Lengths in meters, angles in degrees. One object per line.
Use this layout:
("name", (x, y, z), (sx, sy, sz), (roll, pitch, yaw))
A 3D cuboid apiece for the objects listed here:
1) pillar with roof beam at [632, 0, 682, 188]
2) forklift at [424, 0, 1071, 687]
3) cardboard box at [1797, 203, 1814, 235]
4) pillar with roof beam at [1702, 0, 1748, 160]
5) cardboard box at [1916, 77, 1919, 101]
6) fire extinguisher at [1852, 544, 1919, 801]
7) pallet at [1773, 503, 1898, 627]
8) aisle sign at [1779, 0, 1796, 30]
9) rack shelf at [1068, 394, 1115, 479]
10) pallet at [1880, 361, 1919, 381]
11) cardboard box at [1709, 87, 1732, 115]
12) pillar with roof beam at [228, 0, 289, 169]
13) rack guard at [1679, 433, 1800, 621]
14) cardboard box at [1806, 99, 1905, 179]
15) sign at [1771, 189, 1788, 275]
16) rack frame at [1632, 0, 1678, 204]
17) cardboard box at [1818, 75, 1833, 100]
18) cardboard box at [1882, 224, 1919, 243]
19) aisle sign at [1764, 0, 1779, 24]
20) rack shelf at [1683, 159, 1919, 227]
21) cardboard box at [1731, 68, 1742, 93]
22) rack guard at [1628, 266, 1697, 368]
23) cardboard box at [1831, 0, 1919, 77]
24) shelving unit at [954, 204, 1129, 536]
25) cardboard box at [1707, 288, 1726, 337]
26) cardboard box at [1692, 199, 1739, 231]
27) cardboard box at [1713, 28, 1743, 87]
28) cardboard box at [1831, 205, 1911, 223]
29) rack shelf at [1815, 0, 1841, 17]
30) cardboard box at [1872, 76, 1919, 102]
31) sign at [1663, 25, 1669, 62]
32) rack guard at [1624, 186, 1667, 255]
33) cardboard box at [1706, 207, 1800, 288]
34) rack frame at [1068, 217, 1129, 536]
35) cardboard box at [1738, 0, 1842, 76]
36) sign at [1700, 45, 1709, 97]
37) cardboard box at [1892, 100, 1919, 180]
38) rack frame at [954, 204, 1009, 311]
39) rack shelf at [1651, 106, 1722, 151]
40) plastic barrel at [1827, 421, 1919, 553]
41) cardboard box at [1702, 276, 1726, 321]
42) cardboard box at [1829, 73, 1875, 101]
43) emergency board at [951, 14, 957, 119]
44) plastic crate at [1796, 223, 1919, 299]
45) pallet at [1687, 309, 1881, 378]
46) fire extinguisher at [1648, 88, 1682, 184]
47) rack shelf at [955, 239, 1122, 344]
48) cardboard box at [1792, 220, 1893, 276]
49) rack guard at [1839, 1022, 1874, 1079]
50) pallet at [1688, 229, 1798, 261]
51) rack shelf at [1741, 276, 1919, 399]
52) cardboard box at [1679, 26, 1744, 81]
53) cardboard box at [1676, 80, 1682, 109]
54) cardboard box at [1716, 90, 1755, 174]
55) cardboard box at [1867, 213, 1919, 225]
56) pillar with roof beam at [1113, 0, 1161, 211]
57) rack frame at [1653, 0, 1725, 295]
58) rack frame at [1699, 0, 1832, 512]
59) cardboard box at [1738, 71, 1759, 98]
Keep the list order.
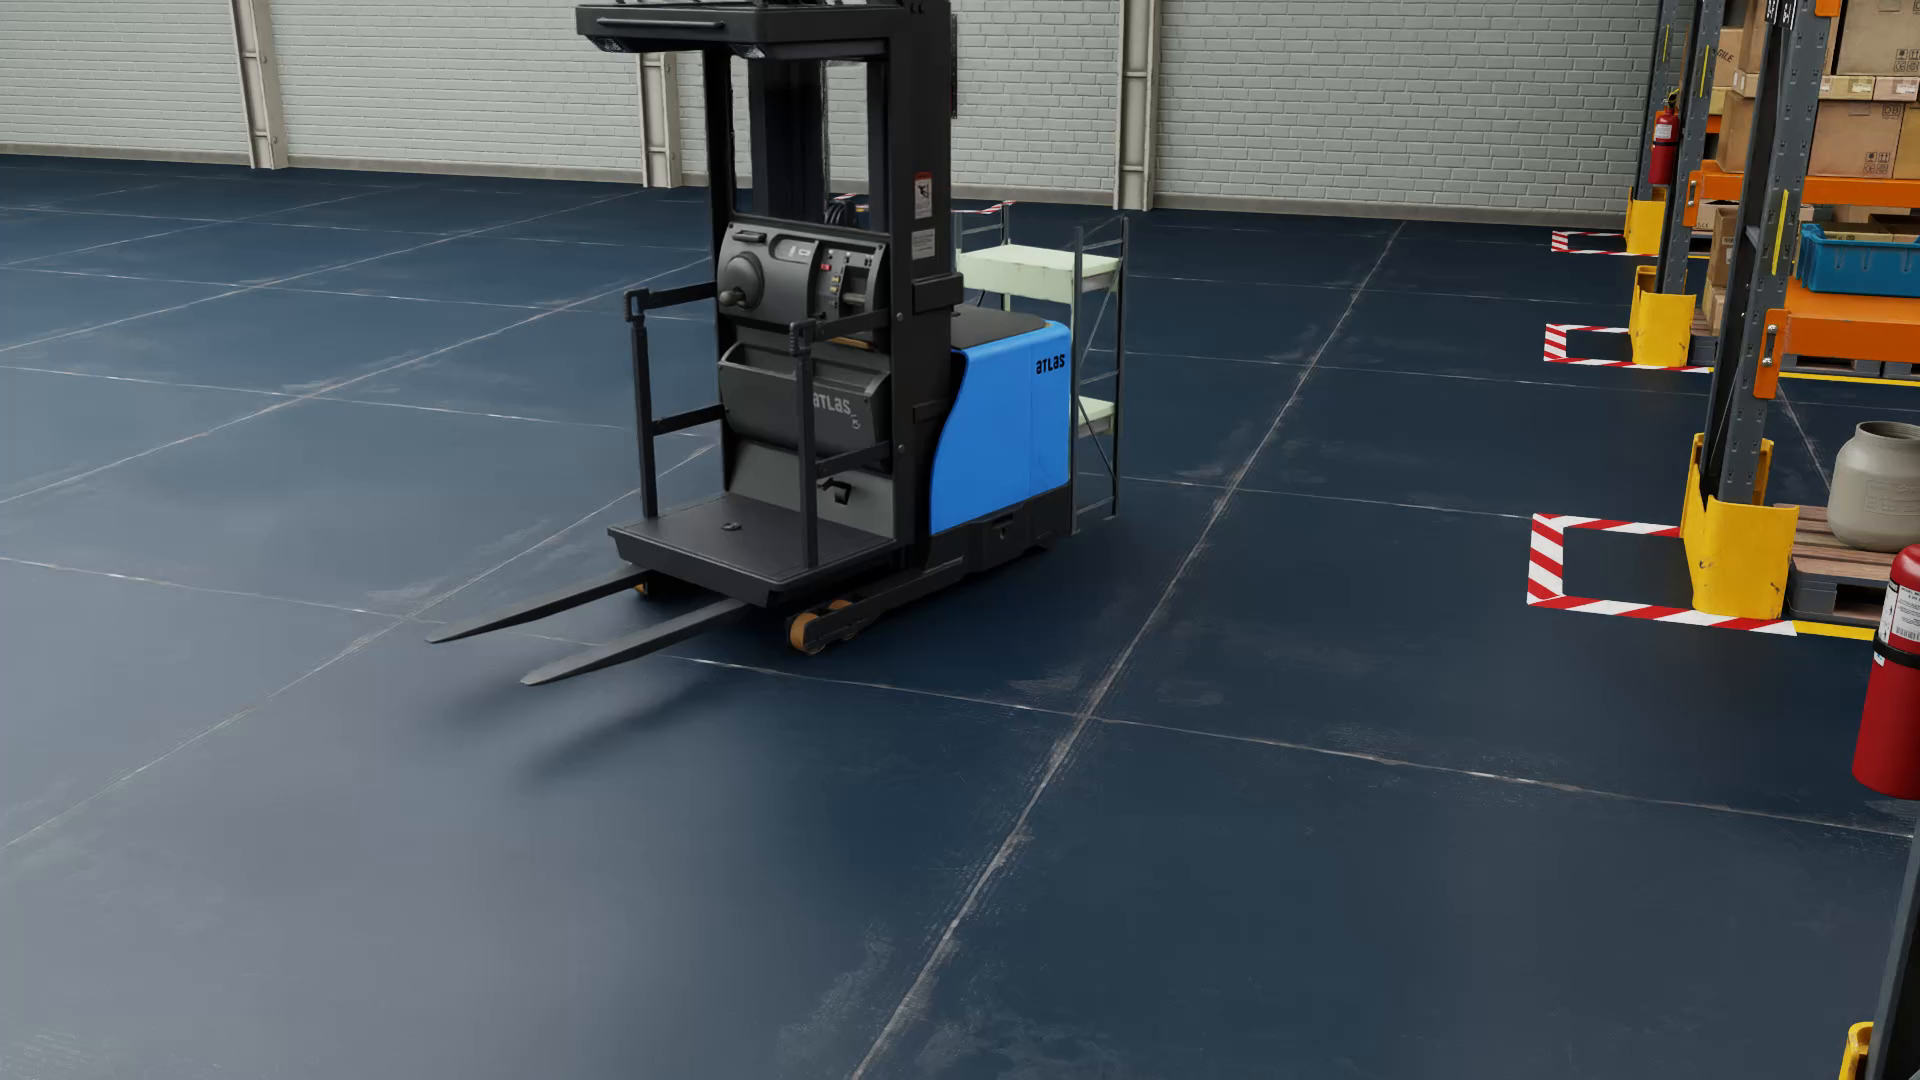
("pillar with roof beam", (-5.114, -7.325, 15.418), (0.400, 9.000, 9.100), (7, 20, 18))
("forklift", (-0.806, -1.107, 6.799), (1.130, 2.935, 3.031), (16, 25, 38))
("cardboard box", (7.852, -3.115, 15.871), (0.500, 0.311, 0.500), (8, 21, 23))
("pillar with roof beam", (6.222, -6.028, 11.699), (0.400, 9.000, 9.100), (7, 20, 18))
("cardboard box", (6.343, -2.933, 10.797), (0.250, 0.149, 0.380), (6, 20, 16))
("fire extinguisher", (1.856, 0.160, 3.176), (0.183, 0.674, 0.296), (7, 20, 18))
("pallet", (4.291, 0.139, 7.356), (1.213, 0.211, 1.003), (7, 20, 18))
("aisle sign", (3.274, -2.405, 6.468), (0.004, 0.787, 0.394), (7, 20, 18))
("rack shelf", (0.388, -0.550, 8.366), (0.720, 0.370, 0.431), (16, 25, 38))
("pallet", (6.952, -1.282, 11.432), (1.213, 0.211, 1.003), (7, 20, 18))
("cardboard box", (7.046, -4.128, 15.559), (0.500, 0.250, 0.500), (6, 20, 16))
("pillar with roof beam", (-10.781, -7.973, 17.277), (0.400, 9.000, 9.100), (7, 20, 18))
("rack guard", (3.525, -0.087, 7.565), (0.348, 0.500, 1.175), (7, 20, 18))
("cardboard box", (6.002, -2.738, 11.221), (0.500, 0.500, 0.700), (7, 20, 19))
("sign", (3.254, -1.221, 6.600), (0.005, 0.325, 0.100), (7, 20, 18))
("rack frame", (6.689, -4.341, 15.972), (0.127, 3.000, 1.000), (7, 20, 18))
("cardboard box", (5.618, -3.017, 11.036), (0.250, 0.149, 0.380), (6, 20, 17))
("cardboard box", (6.450, -1.824, 11.151), (0.500, 0.500, 0.500), (7, 20, 18))
("aisle sign", (3.468, -2.588, 6.994), (0.004, 0.787, 0.394), (7, 20, 18))
("rack shelf", (6.957, -2.244, 11.051), (4.000, 0.370, 1.077), (7, 20, 18))
("cardboard box", (5.491, -3.172, 11.481), (0.250, 0.149, 0.380), (6, 20, 17))
("rack guard", (5.045, -1.622, 11.971), (0.348, 0.500, 1.175), (7, 20, 18))
("cardboard box", (6.053, -3.345, 10.992), (0.500, 0.500, 0.700), (6, 20, 17))
("shelving unit", (0.388, -0.858, 8.259), (0.755, 1.500, 0.431), (16, 25, 38))
("cardboard box", (5.501, -1.573, 11.571), (0.500, 0.250, 0.500), (7, 20, 18))
("cardboard box", (7.313, -3.176, 16.047), (0.500, 0.311, 0.500), (4, 20, 12))
("cardboard box", (7.042, -4.488, 15.454), (0.500, 0.500, 0.500), (7, 20, 18))
("cardboard box", (8.529, -3.109, 15.568), (0.500, 0.500, 0.700), (5, 20, 15))
("rack shelf", (5.327, -2.121, 6.140), (4.000, 0.370, 1.077), (7, 20, 18))
("cardboard box", (6.090, -2.961, 10.877), (0.250, 0.149, 0.380), (6, 20, 17))
("sign", (6.511, -4.581, 15.345), (0.005, 0.325, 0.100), (7, 20, 18))
("rack guard", (6.761, -3.152, 16.360), (0.348, 0.500, 1.175), (7, 20, 18))
("cardboard box", (5.672, -2.089, 11.911), (0.500, 0.500, 0.500), (7, 20, 18))
("rack frame", (0.667, -0.780, 8.035), (0.023, 1.500, 0.400), (16, 25, 38))
("cardboard box", (5.554, -3.400, 11.150), (0.500, 0.500, 0.700), (7, 20, 18))
("sign", (4.879, -3.074, 10.903), (0.005, 0.325, 0.100), (7, 20, 18))
("cardboard box", (6.469, -2.682, 11.062), (0.500, 0.500, 0.700), (7, 20, 18))
("rack frame", (0.109, -0.936, 8.483), (0.023, 1.500, 0.400), (16, 25, 38))
("rack shelf", (8.579, -3.785, 15.471), (4.000, 0.370, 1.077), (7, 20, 18))
("plastic barrel", (4.085, -0.237, 7.340), (0.421, 0.512, 0.421), (0, 19, 0))
("cardboard box", (5.671, -1.734, 12.033), (0.500, 0.250, 0.500), (7, 20, 18))
("cardboard box", (5.853, -2.989, 10.957), (0.250, 0.149, 0.380), (7, 20, 18))
("emergency board", (-0.355, -5.461, 19.186), (0.643, 1.169, 0.194), (7, 20, 18))
("plastic crate", (4.009, -1.229, 7.271), (0.616, 0.251, 0.499), (7, 20, 18))
("pallet", (5.803, -1.414, 11.812), (1.213, 0.211, 1.003), (7, 20, 18))
("fire extinguisher", (5.108, -2.921, 12.016), (0.183, 0.674, 0.296), (7, 20, 18))
("rack shelf", (0.388, -1.226, 8.131), (0.720, 0.370, 0.431), (16, 25, 38))
("cardboard box", (5.974, -1.874, 11.294), (0.500, 0.500, 0.500), (7, 20, 18))
("rack guard", (1.885, 1.468, 3.105), (0.348, 0.500, 1.175), (7, 20, 18))
("pallet", (7.517, -2.917, 16.124), (1.213, 0.211, 1.003), (7, 20, 18))
("rack shelf", (5.327, -0.705, 6.634), (4.000, 0.370, 1.077), (7, 20, 18))
("cardboard box", (7.204, -4.649, 15.913), (0.500, 0.500, 0.500), (6, 20, 17))
("cardboard box", (7.195, -4.289, 16.021), (0.500, 0.250, 0.500), (7, 20, 19))
("cardboard box", (5.504, -2.793, 11.380), (0.500, 0.500, 0.700), (7, 20, 18))
("cardboard box", (6.621, -1.985, 11.615), (0.500, 0.500, 0.500), (7, 20, 18))
("pillar with roof beam", (0.554, -6.677, 13.558), (0.400, 9.000, 9.100), (7, 20, 18))
("rack frame", (5.067, -2.800, 11.552), (0.127, 3.000, 1.000), (7, 20, 18))
("rack frame", (3.438, -1.260, 7.135), (0.127, 3.000, 1.000), (7, 20, 18))
("cardboard box", (5.367, -3.044, 11.115), (0.250, 0.149, 0.380), (6, 20, 18))
